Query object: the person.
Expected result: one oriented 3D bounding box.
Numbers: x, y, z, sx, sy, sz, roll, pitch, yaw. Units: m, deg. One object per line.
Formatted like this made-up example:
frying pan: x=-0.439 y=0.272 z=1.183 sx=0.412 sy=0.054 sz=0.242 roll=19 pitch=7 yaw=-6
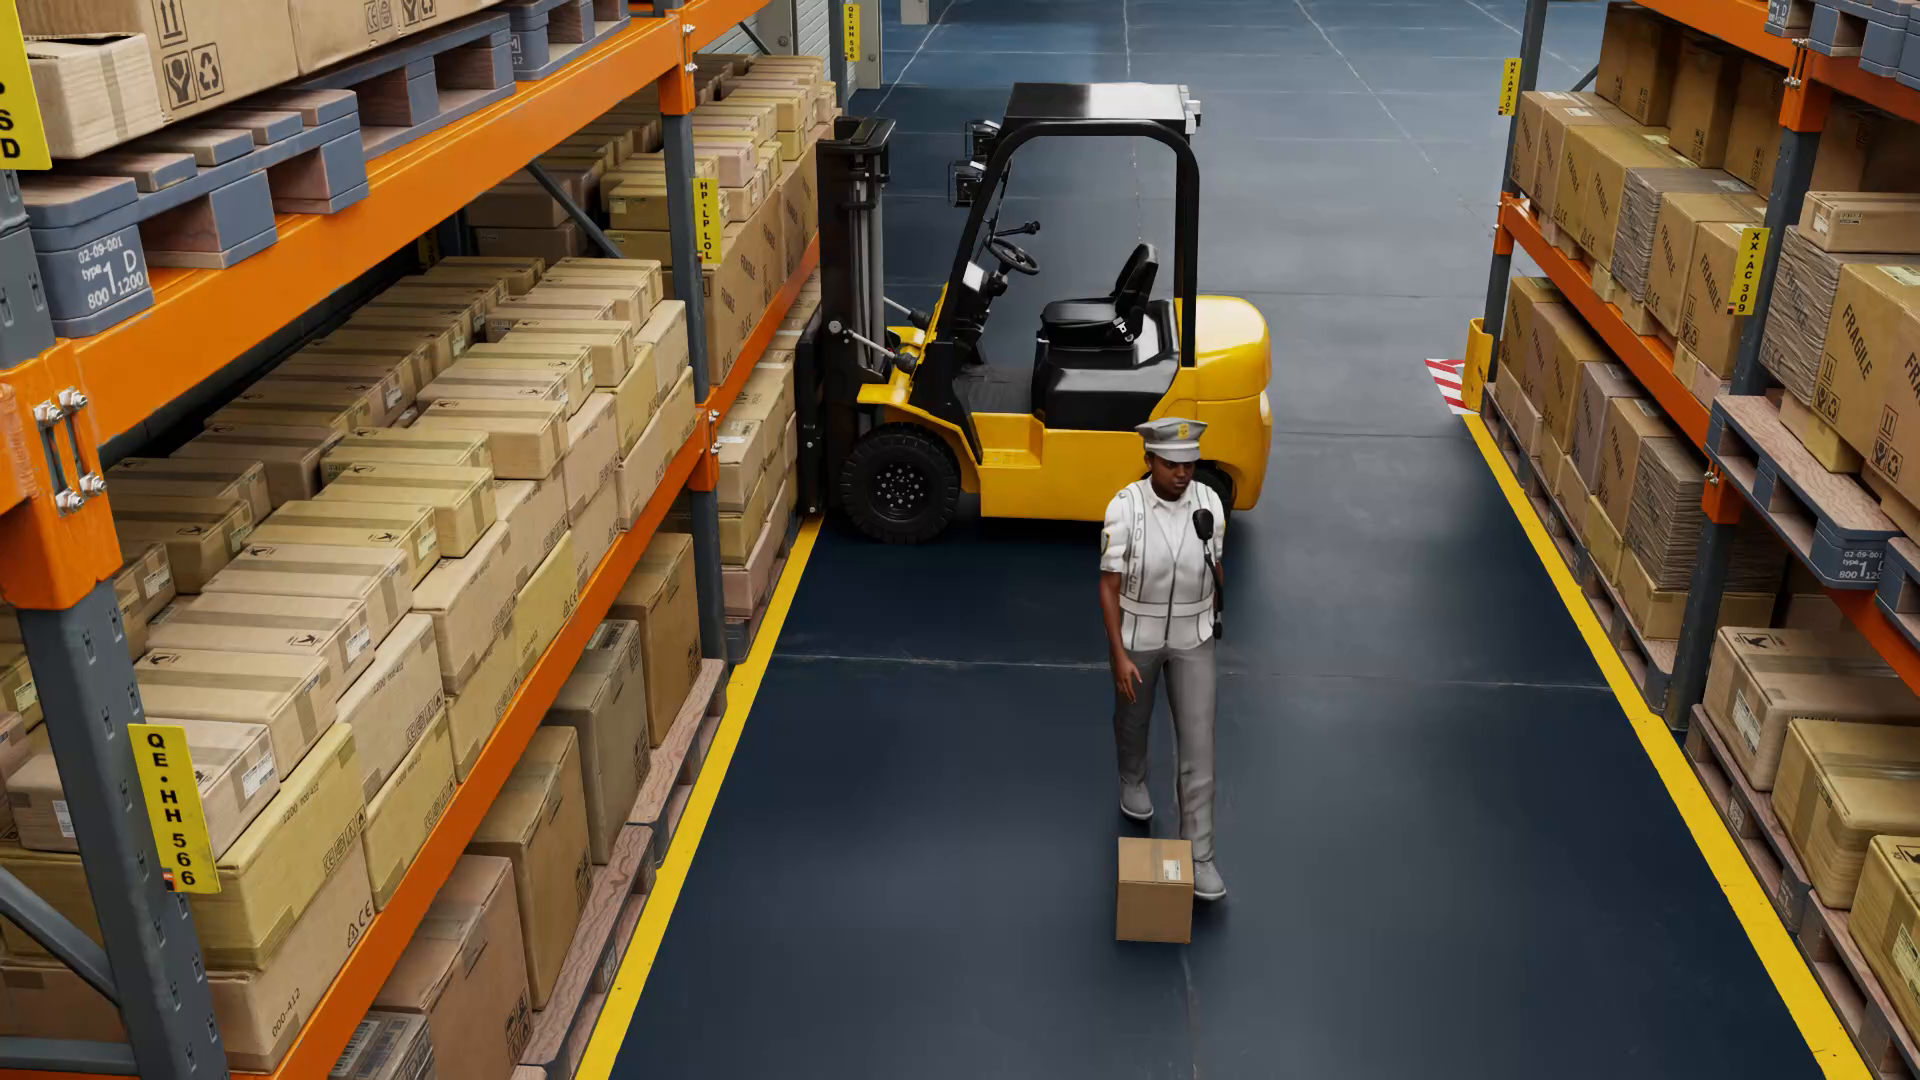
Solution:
person: x=0.704 y=0.375 z=5.746 sx=0.453 sy=1.649 sz=0.887 roll=0 pitch=25 yaw=-1
